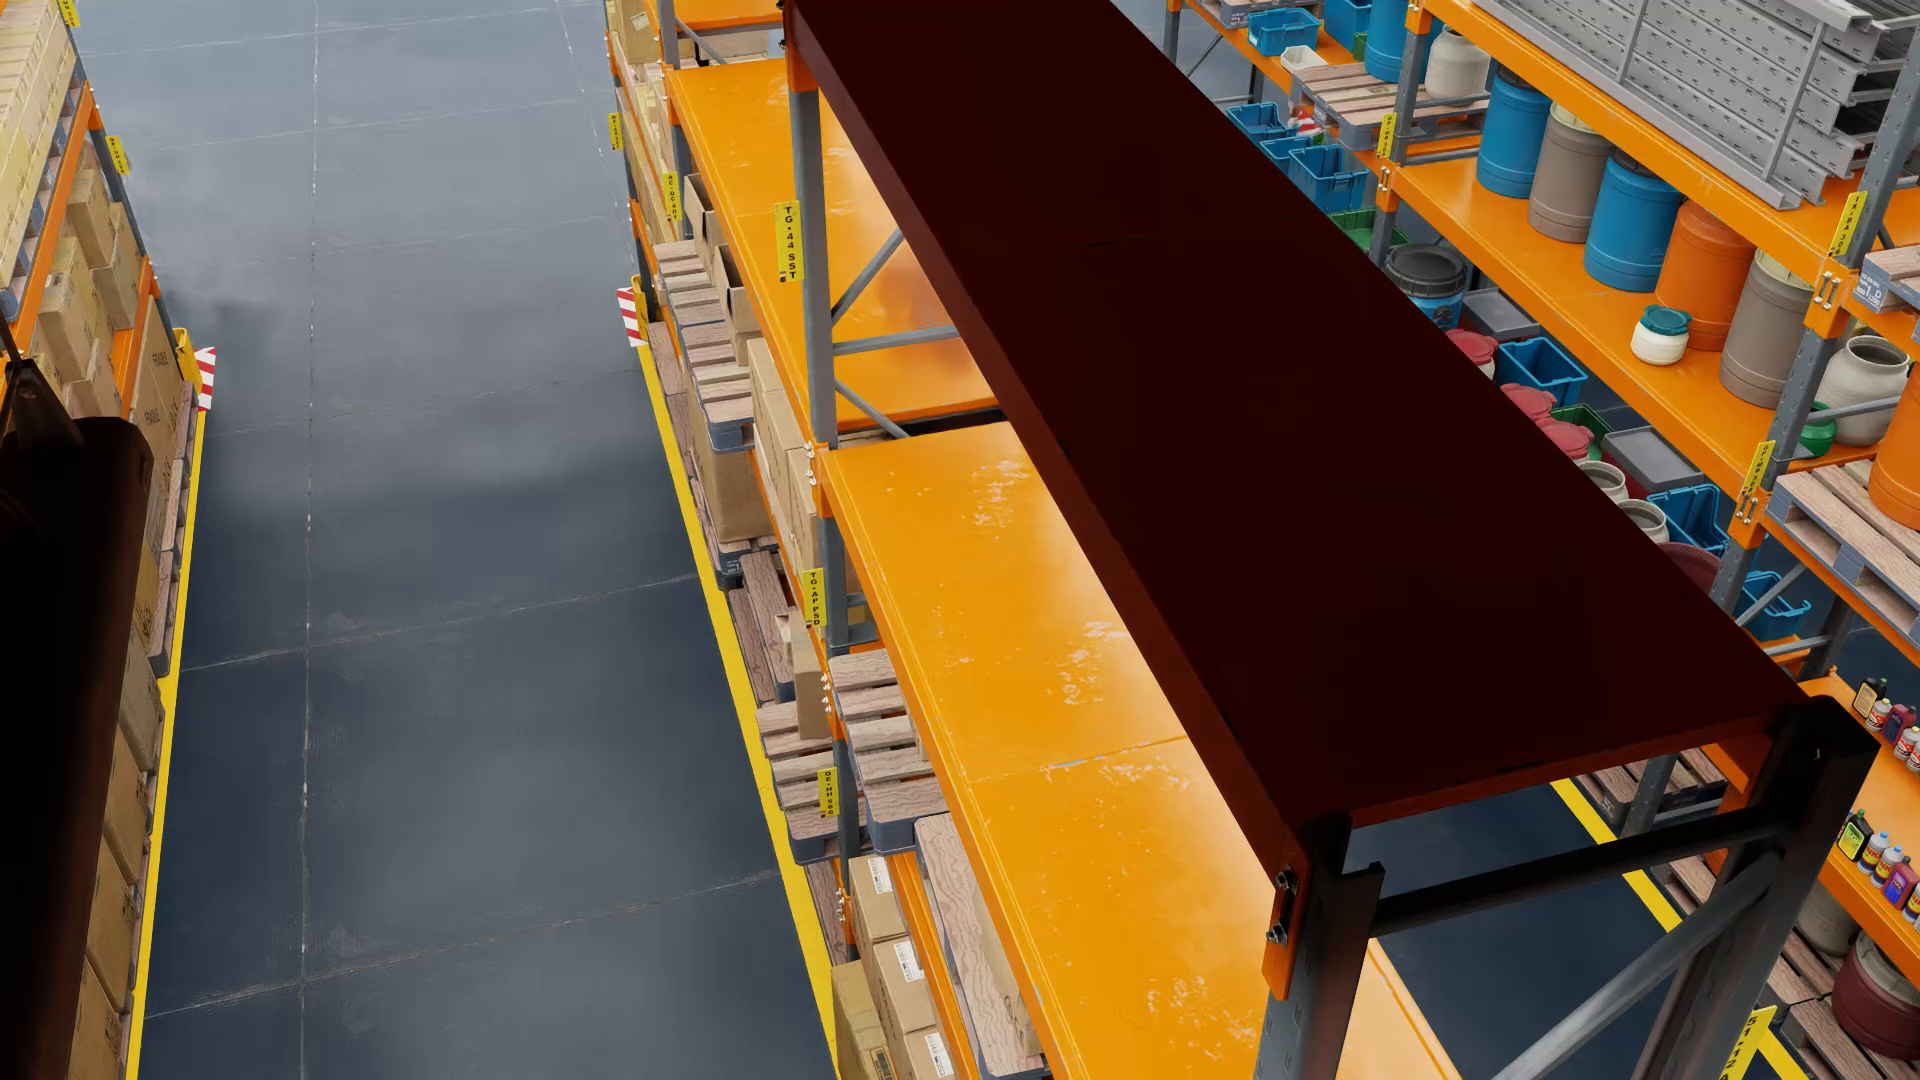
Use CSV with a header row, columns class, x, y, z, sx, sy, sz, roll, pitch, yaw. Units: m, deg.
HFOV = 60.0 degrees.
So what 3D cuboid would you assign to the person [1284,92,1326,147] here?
class,x,y,z,sx,sy,sz,roll,pitch,yaw
person,3.445,-3.988,16.483,0.704,1.820,0.884,-23,44,-27
